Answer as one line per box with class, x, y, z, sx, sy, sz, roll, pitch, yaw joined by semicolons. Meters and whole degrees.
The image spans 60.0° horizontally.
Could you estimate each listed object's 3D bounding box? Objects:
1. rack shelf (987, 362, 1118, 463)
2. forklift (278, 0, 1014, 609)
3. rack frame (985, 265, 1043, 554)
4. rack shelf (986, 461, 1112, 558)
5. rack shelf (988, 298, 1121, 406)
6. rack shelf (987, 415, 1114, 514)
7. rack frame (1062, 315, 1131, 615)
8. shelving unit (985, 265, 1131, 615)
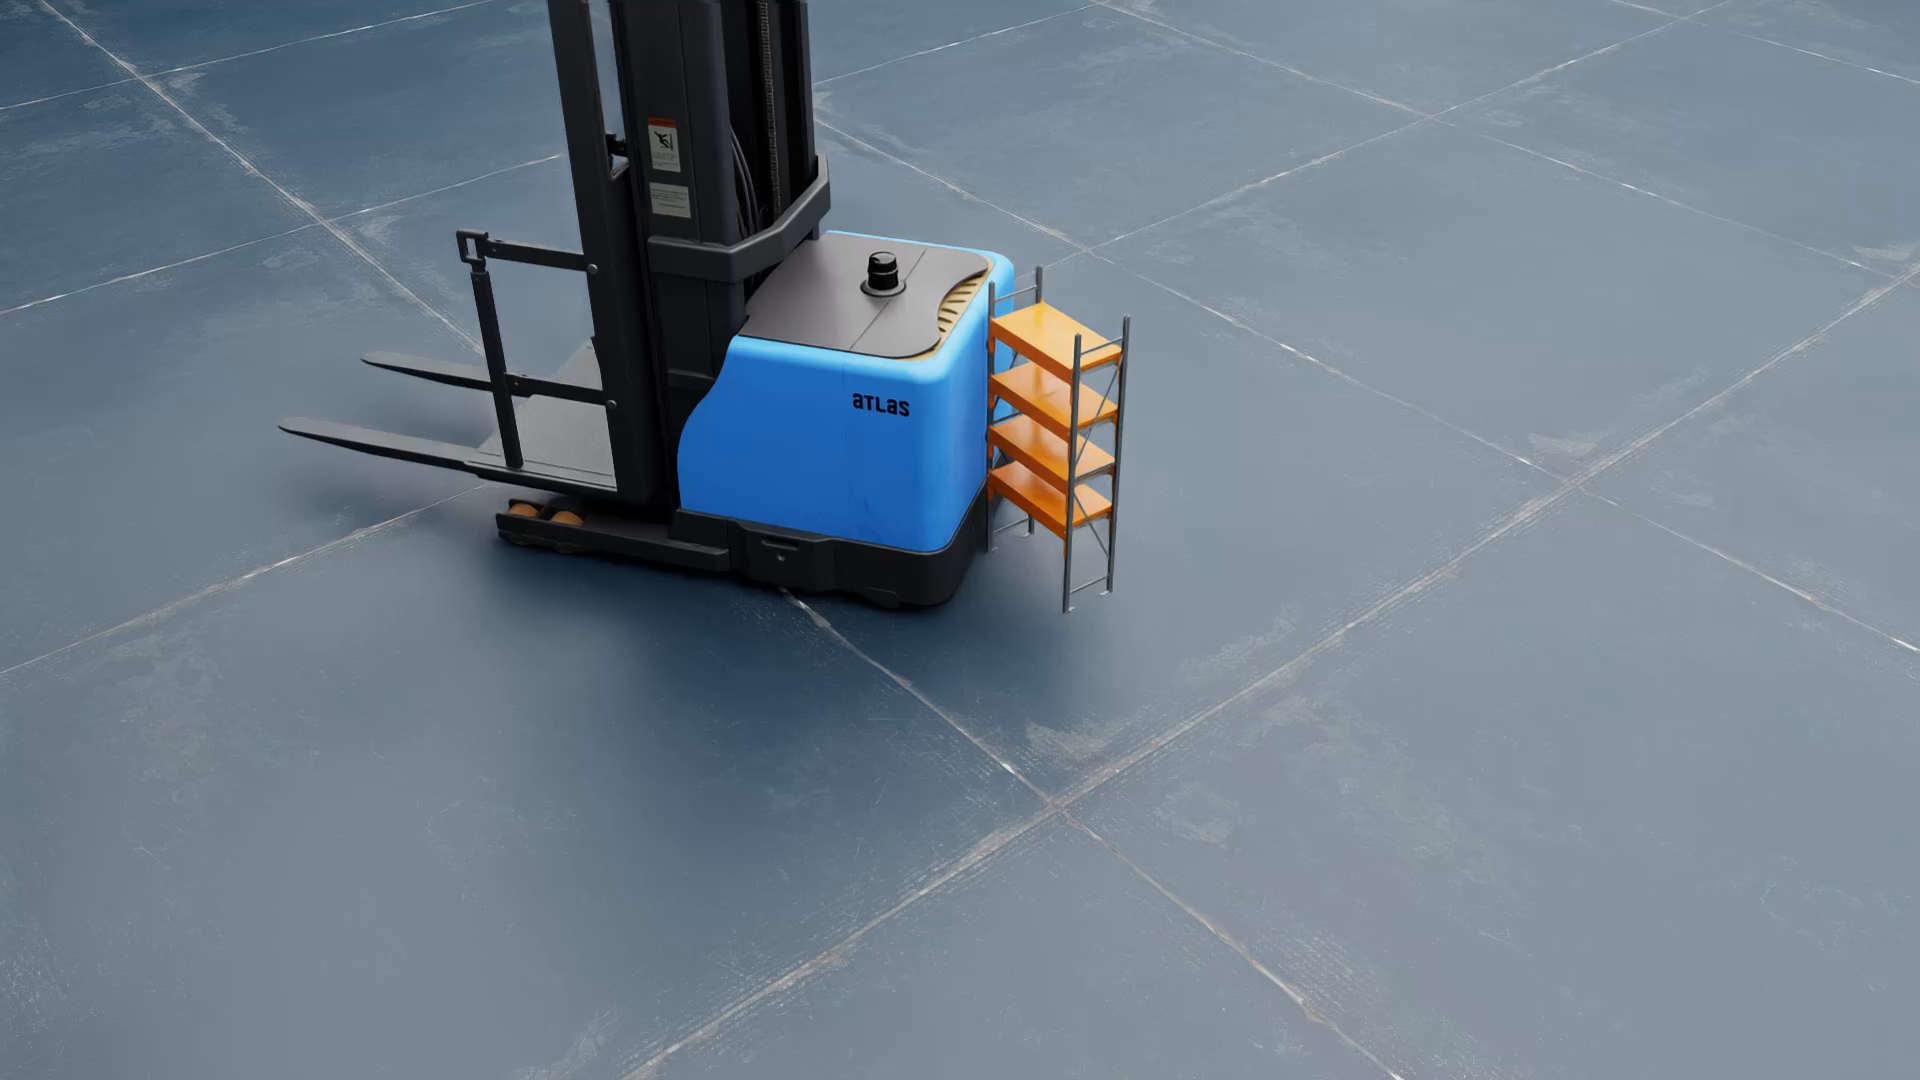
rack shelf;0.347;-0.491;6.134;0.258;0.148;0.480;-23;41;-29
forklift;-1.350;-1.422;6.222;3.031;2.935;1.130;10;37;14
rack frame;0.203;-0.477;6.385;0.240;1.200;0.015;-23;41;-29
rack shelf;0.347;-0.146;6.378;0.258;0.148;0.480;-23;41;-29
rack shelf;0.347;-0.684;5.998;0.258;0.148;0.480;-23;41;-29
rack shelf;0.347;-0.308;6.264;0.258;0.148;0.480;-23;41;-29
rack frame;0.491;-0.249;6.064;0.240;1.200;0.015;-23;41;-29
shelving unit;0.347;-0.363;6.225;0.258;1.200;0.503;-23;41;-29
